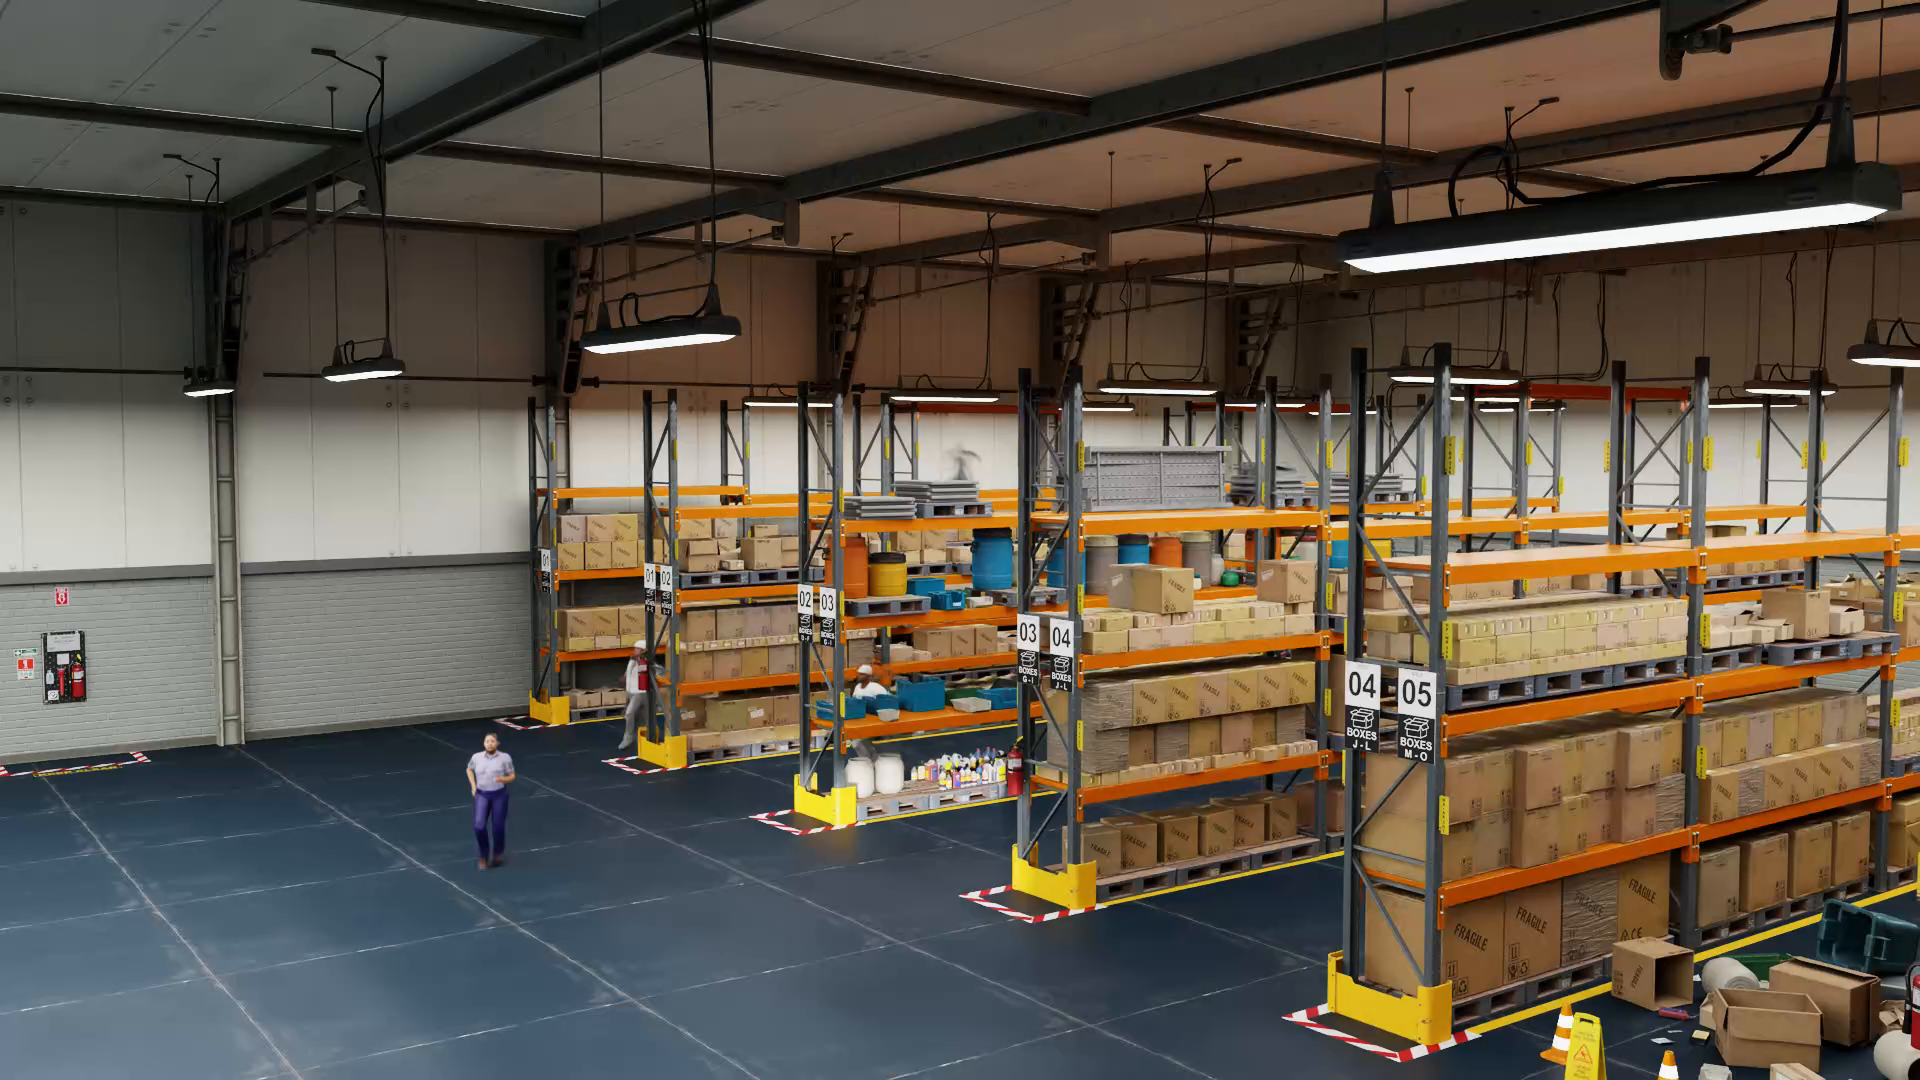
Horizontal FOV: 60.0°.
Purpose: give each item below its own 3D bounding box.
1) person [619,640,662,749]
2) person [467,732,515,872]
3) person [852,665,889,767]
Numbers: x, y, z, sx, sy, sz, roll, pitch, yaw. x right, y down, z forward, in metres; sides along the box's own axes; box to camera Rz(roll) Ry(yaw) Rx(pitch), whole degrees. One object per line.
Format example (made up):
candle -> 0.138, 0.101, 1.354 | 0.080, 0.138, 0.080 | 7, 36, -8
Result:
person -> -5.489, 2.611, 28.345 | 0.679, 1.798, 0.858 | 3, 5, 42
person -> -5.673, 3.169, 20.101 | 0.583, 1.681, 0.659 | -1, 3, -12
person -> -1.457, 2.795, 25.353 | 0.711, 1.783, 0.671 | -2, 4, -35
